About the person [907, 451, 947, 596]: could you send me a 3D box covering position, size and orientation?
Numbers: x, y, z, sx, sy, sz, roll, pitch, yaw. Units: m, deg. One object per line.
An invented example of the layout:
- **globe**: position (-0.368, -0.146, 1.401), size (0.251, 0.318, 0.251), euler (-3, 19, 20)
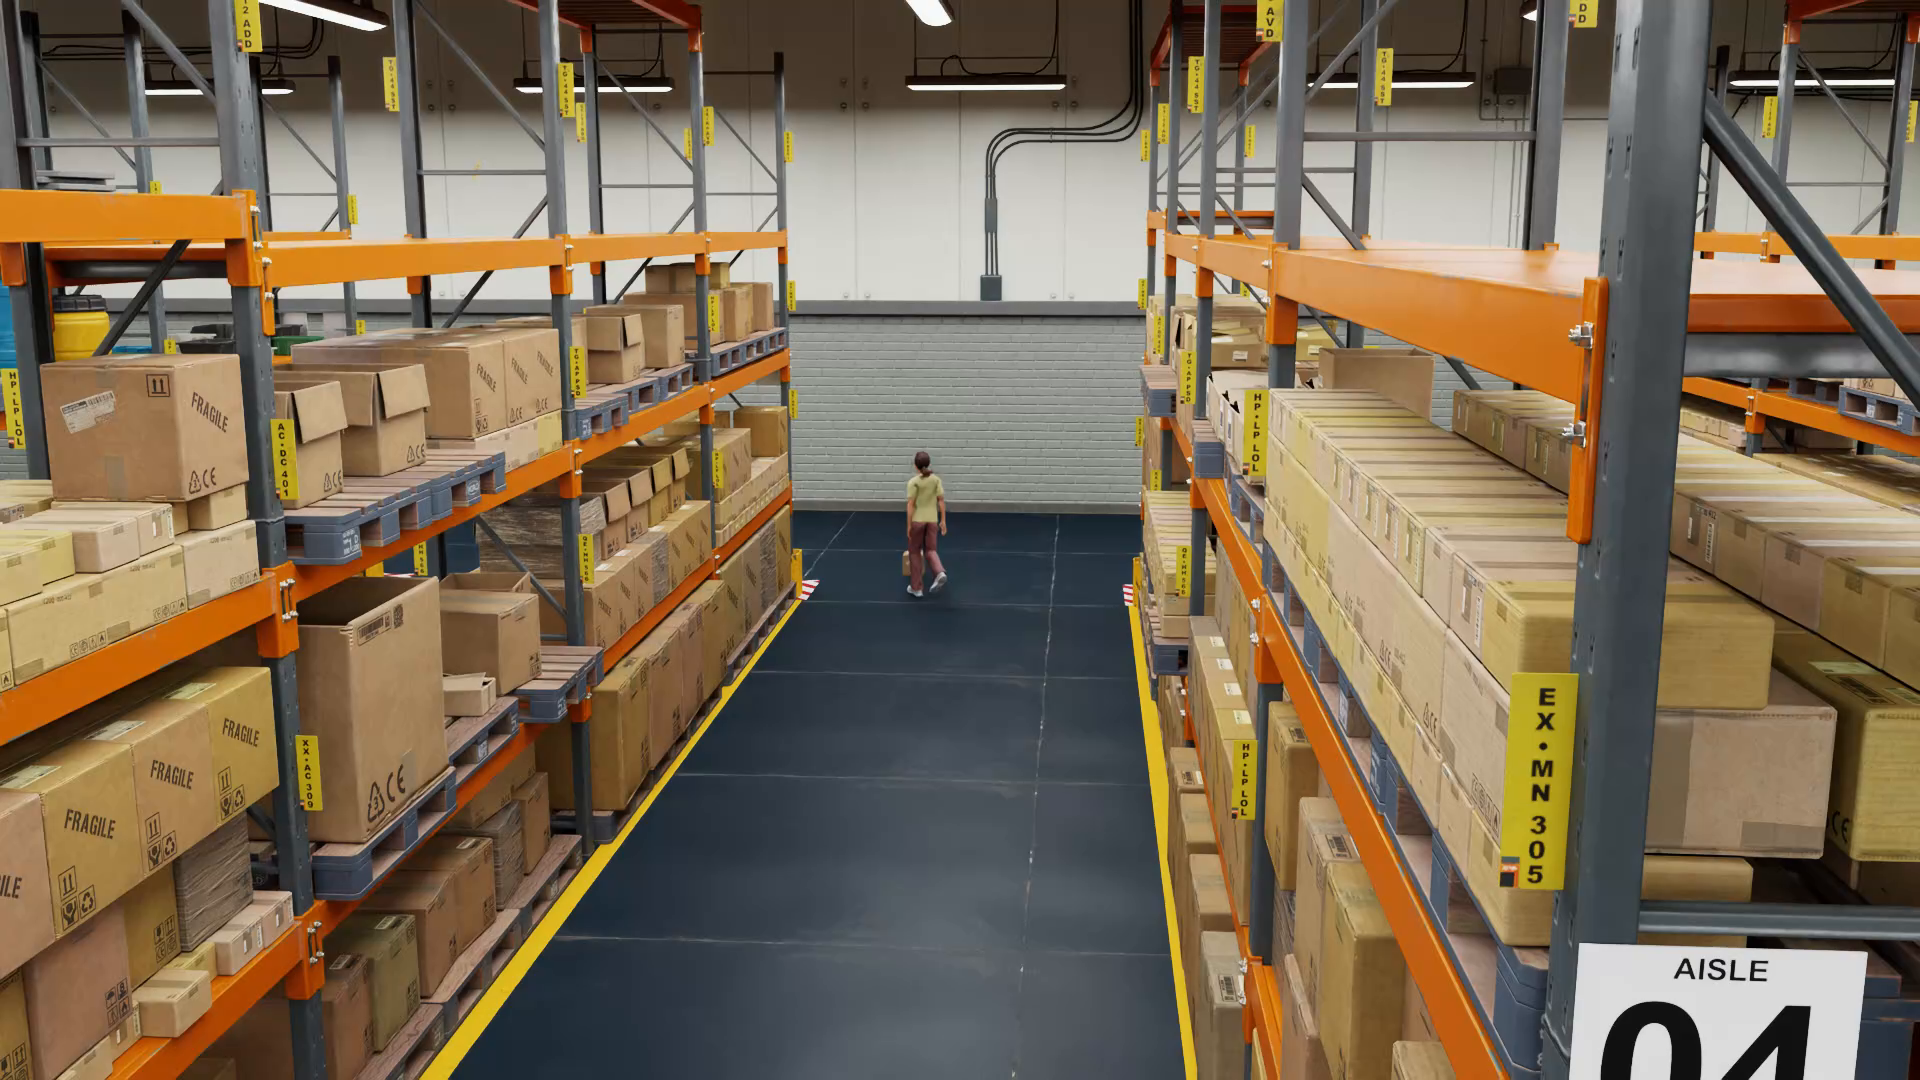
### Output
- **person**: position (-0.369, -0.166, 18.772), size (0.467, 1.654, 0.732), euler (-5, 12, -24)
